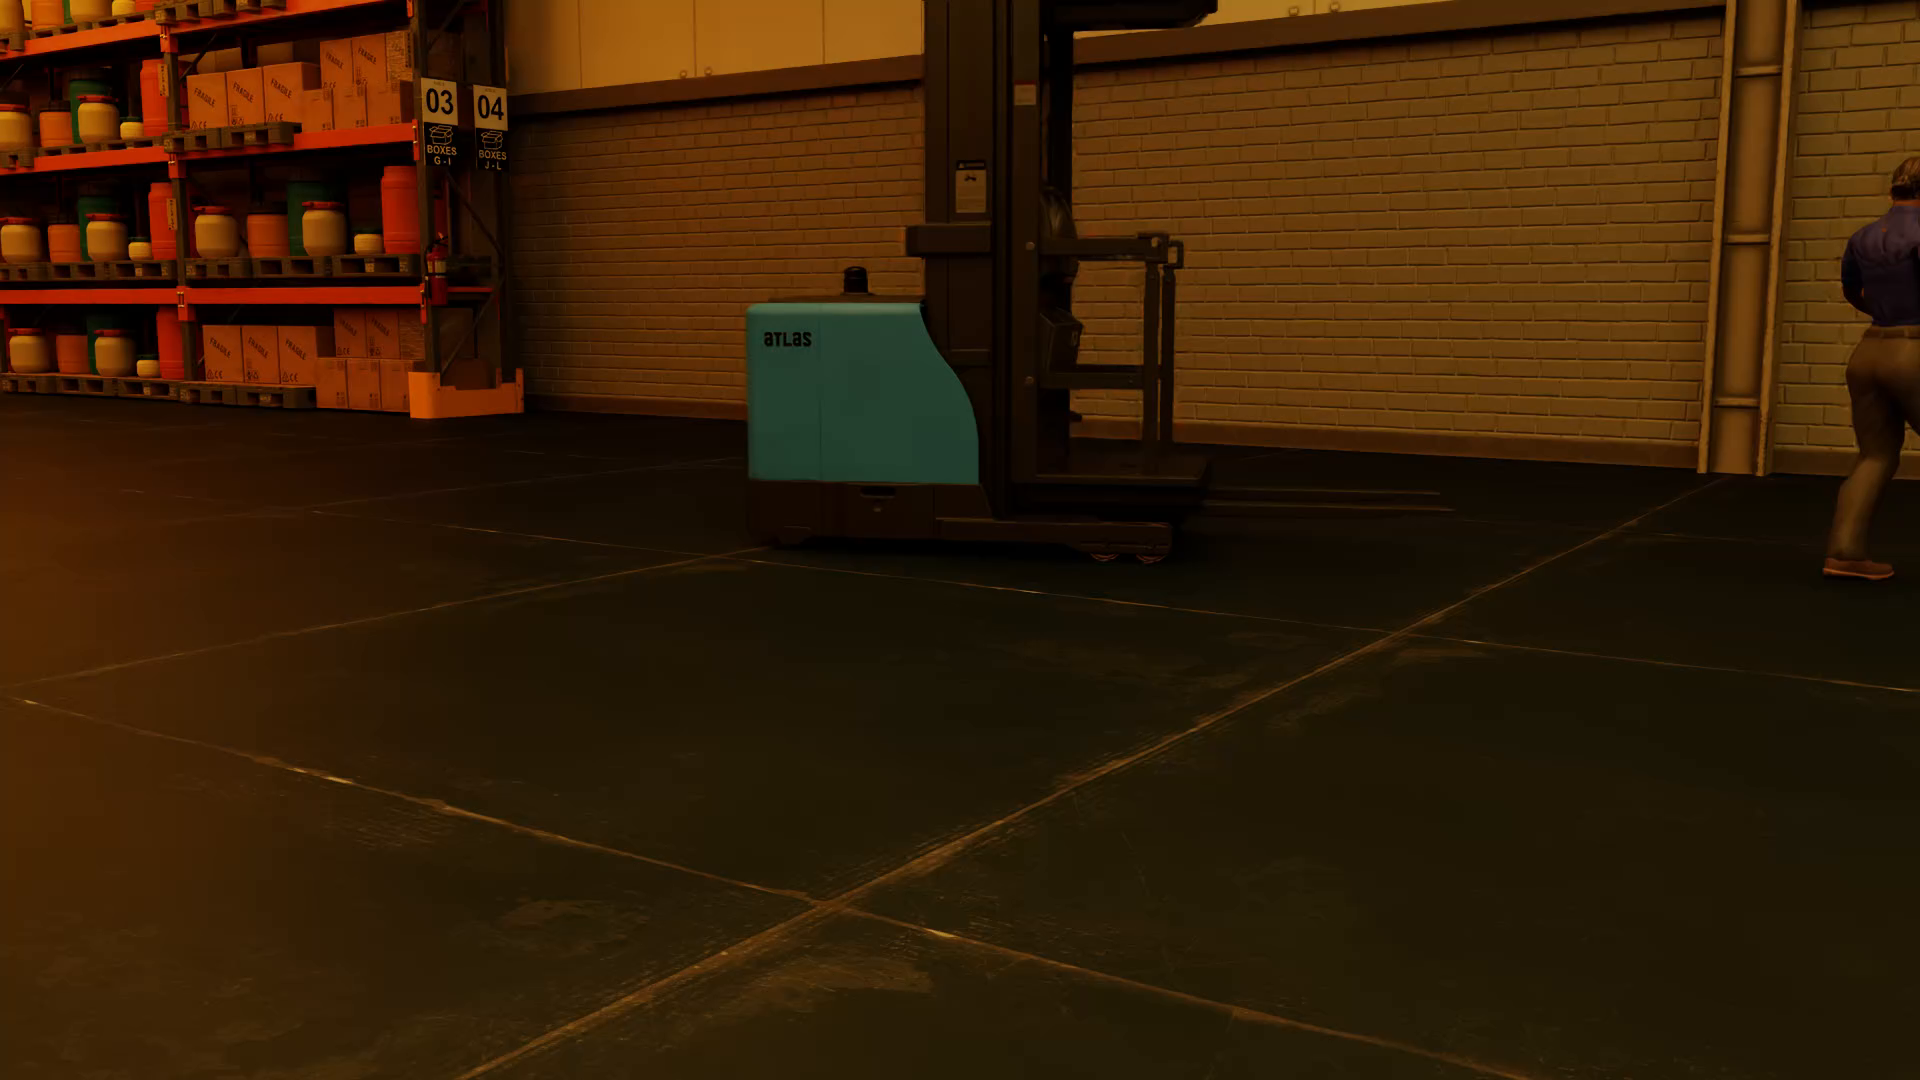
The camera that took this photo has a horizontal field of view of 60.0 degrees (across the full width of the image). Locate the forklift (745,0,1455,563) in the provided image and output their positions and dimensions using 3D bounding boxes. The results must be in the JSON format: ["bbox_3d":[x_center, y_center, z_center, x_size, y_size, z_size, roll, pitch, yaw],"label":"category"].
[{"bbox_3d":[0.621,-1.437,7.298,3.031,2.935,1.130,2,8,11],"label":"forklift"}]

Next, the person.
[{"bbox_3d":[3.711,-0.624,6.391,0.614,1.676,0.915,-2,8,-11],"label":"person"}]
